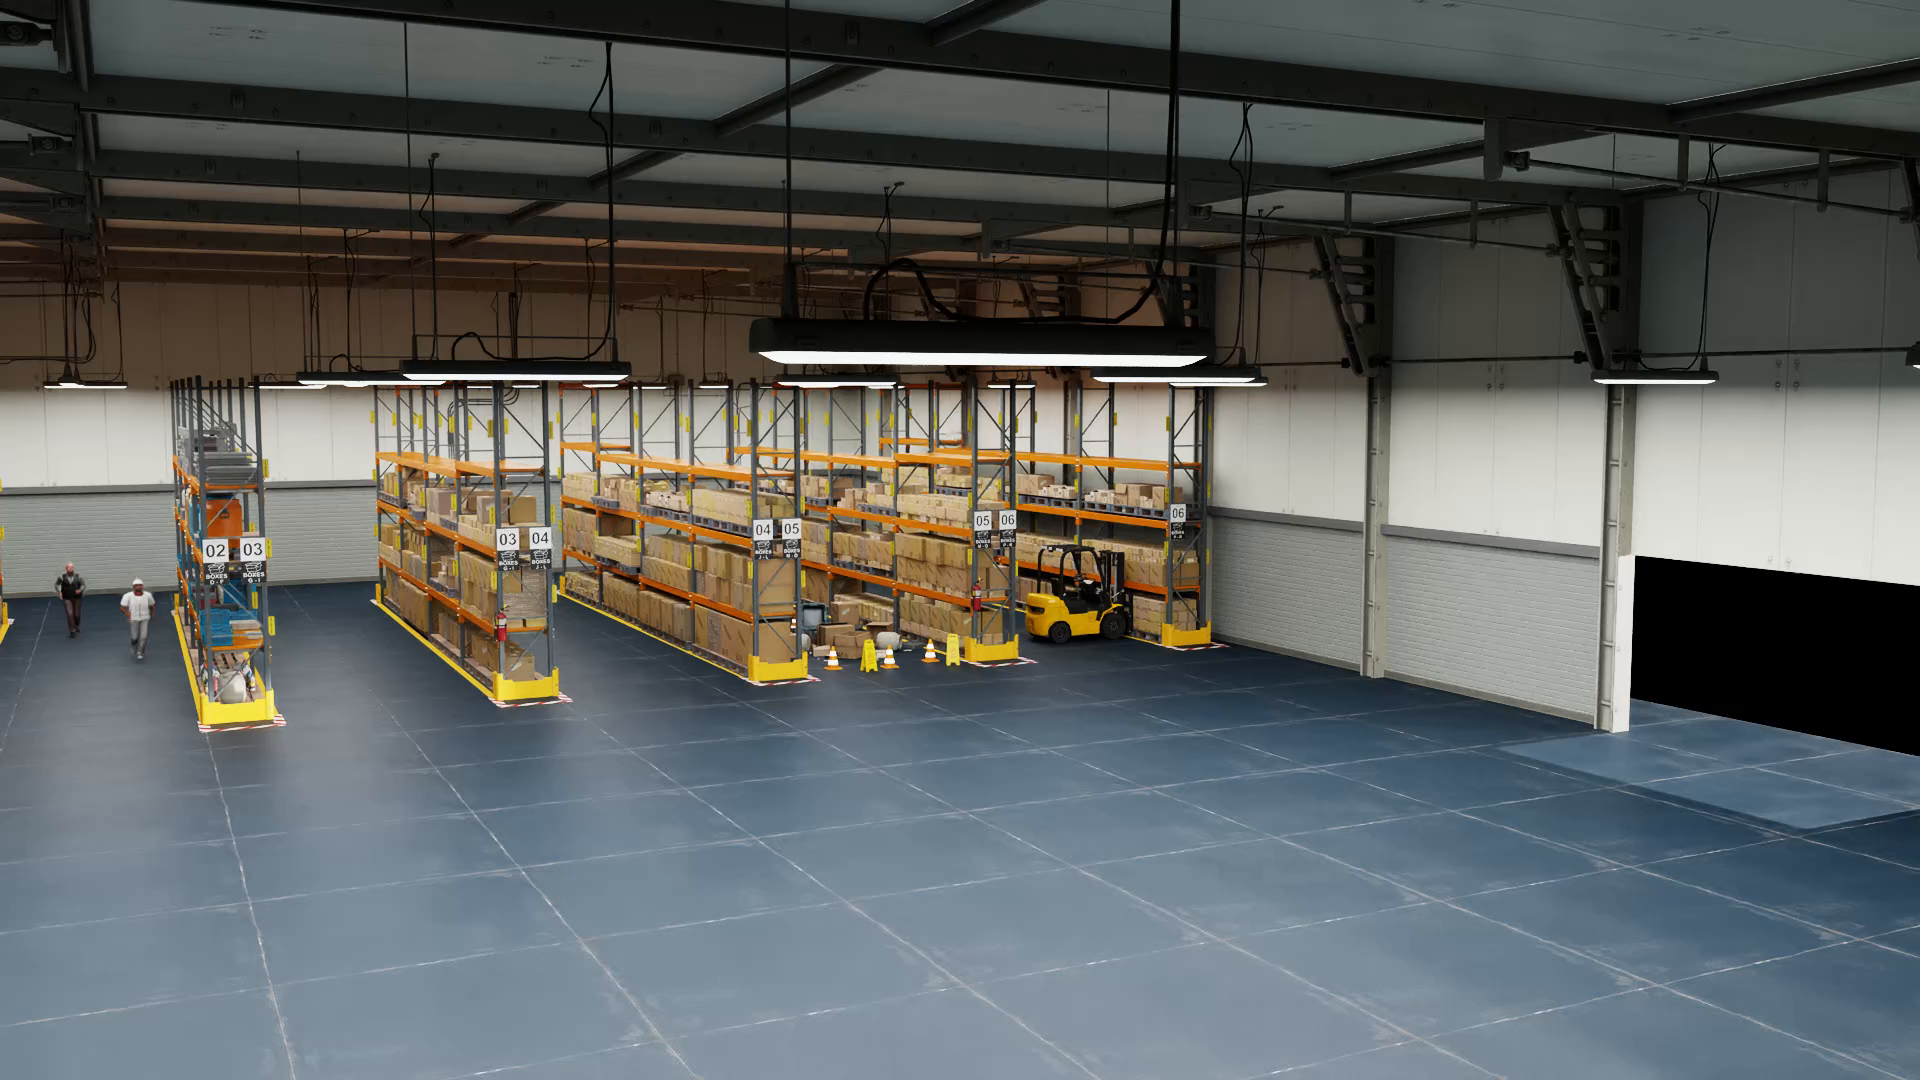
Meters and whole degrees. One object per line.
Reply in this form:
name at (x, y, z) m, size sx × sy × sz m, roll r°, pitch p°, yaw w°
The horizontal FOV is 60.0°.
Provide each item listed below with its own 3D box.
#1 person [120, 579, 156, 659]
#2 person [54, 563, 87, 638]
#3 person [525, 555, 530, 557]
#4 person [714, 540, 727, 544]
person at (-17.605, 1.693, 35.662) m, size 0.689 × 1.722 × 0.597 m, roll -3°, pitch 6°, yaw -33°
person at (-20.839, 1.404, 38.994) m, size 0.665 × 1.722 × 0.803 m, roll -3°, pitch 6°, yaw -32°
person at (-12.030, 0.804, 46.404) m, size 0.597 × 1.562 × 0.869 m, roll -2°, pitch 5°, yaw -19°
person at (-7.158, 0.397, 50.690) m, size 0.830 × 1.609 × 0.575 m, roll -3°, pitch 6°, yaw -32°
